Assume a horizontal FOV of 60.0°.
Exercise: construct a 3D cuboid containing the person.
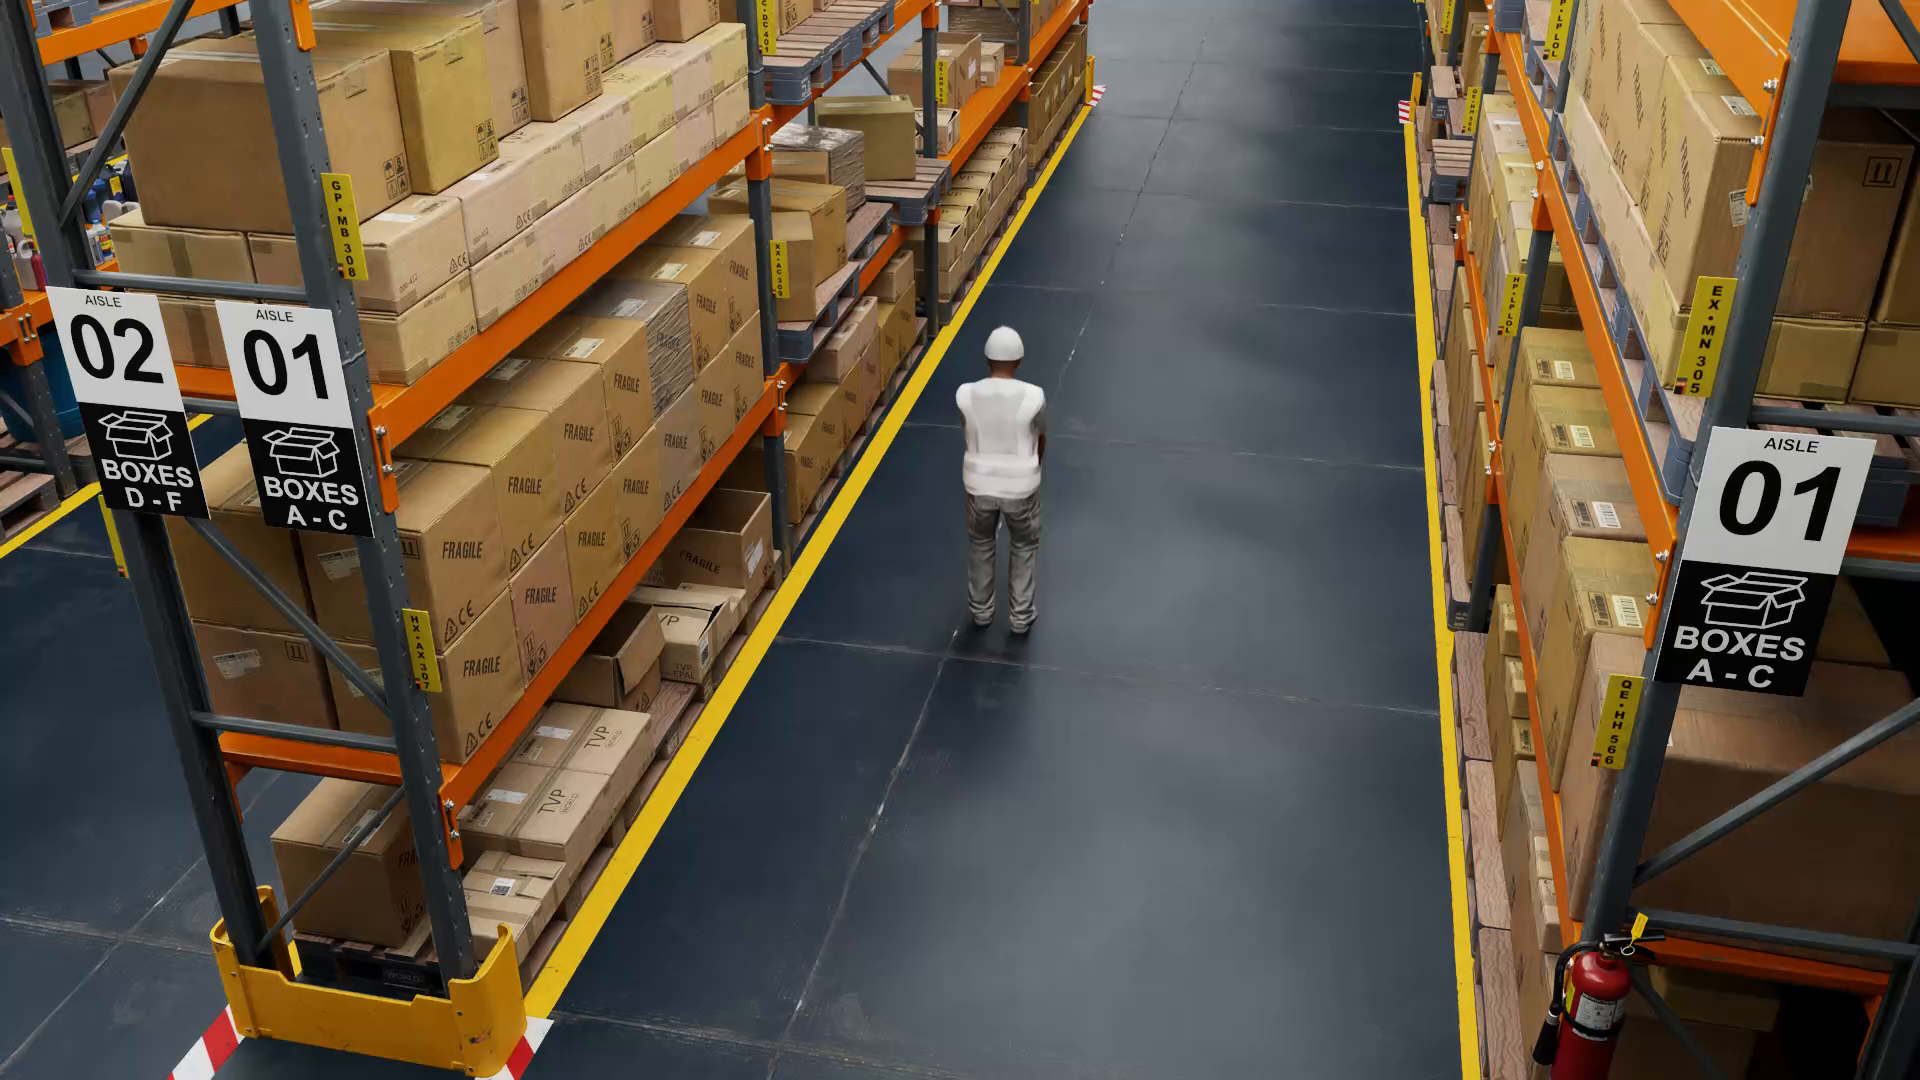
[{"bbox_3d":[0.235,-0.347,9.255,0.491,1.767,0.593,5,29,10],"label":"person"}]
